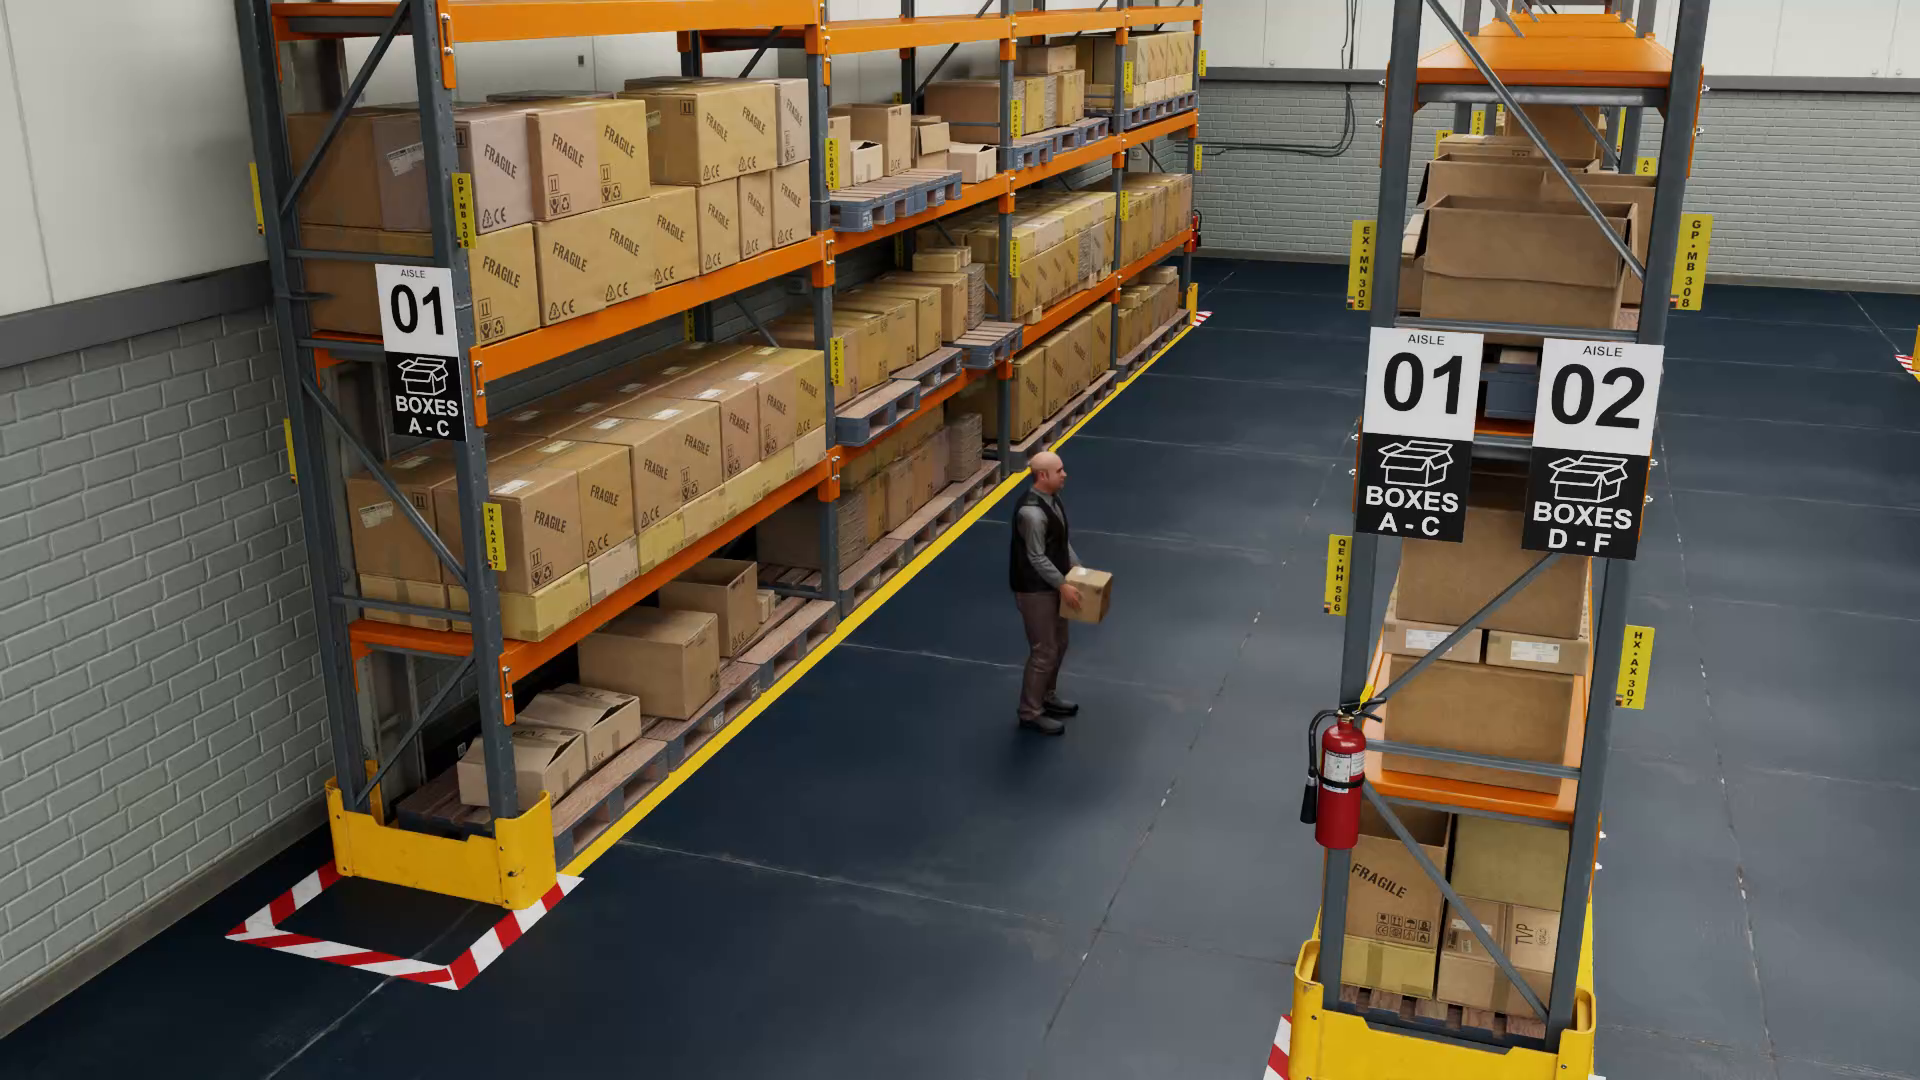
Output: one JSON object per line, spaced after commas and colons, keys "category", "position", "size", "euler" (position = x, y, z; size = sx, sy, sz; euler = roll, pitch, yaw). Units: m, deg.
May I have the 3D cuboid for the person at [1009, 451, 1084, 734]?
{"category": "person", "position": [0.553, 0.299, 10.197], "size": [0.493, 1.728, 0.542], "euler": [6, 19, 17]}
